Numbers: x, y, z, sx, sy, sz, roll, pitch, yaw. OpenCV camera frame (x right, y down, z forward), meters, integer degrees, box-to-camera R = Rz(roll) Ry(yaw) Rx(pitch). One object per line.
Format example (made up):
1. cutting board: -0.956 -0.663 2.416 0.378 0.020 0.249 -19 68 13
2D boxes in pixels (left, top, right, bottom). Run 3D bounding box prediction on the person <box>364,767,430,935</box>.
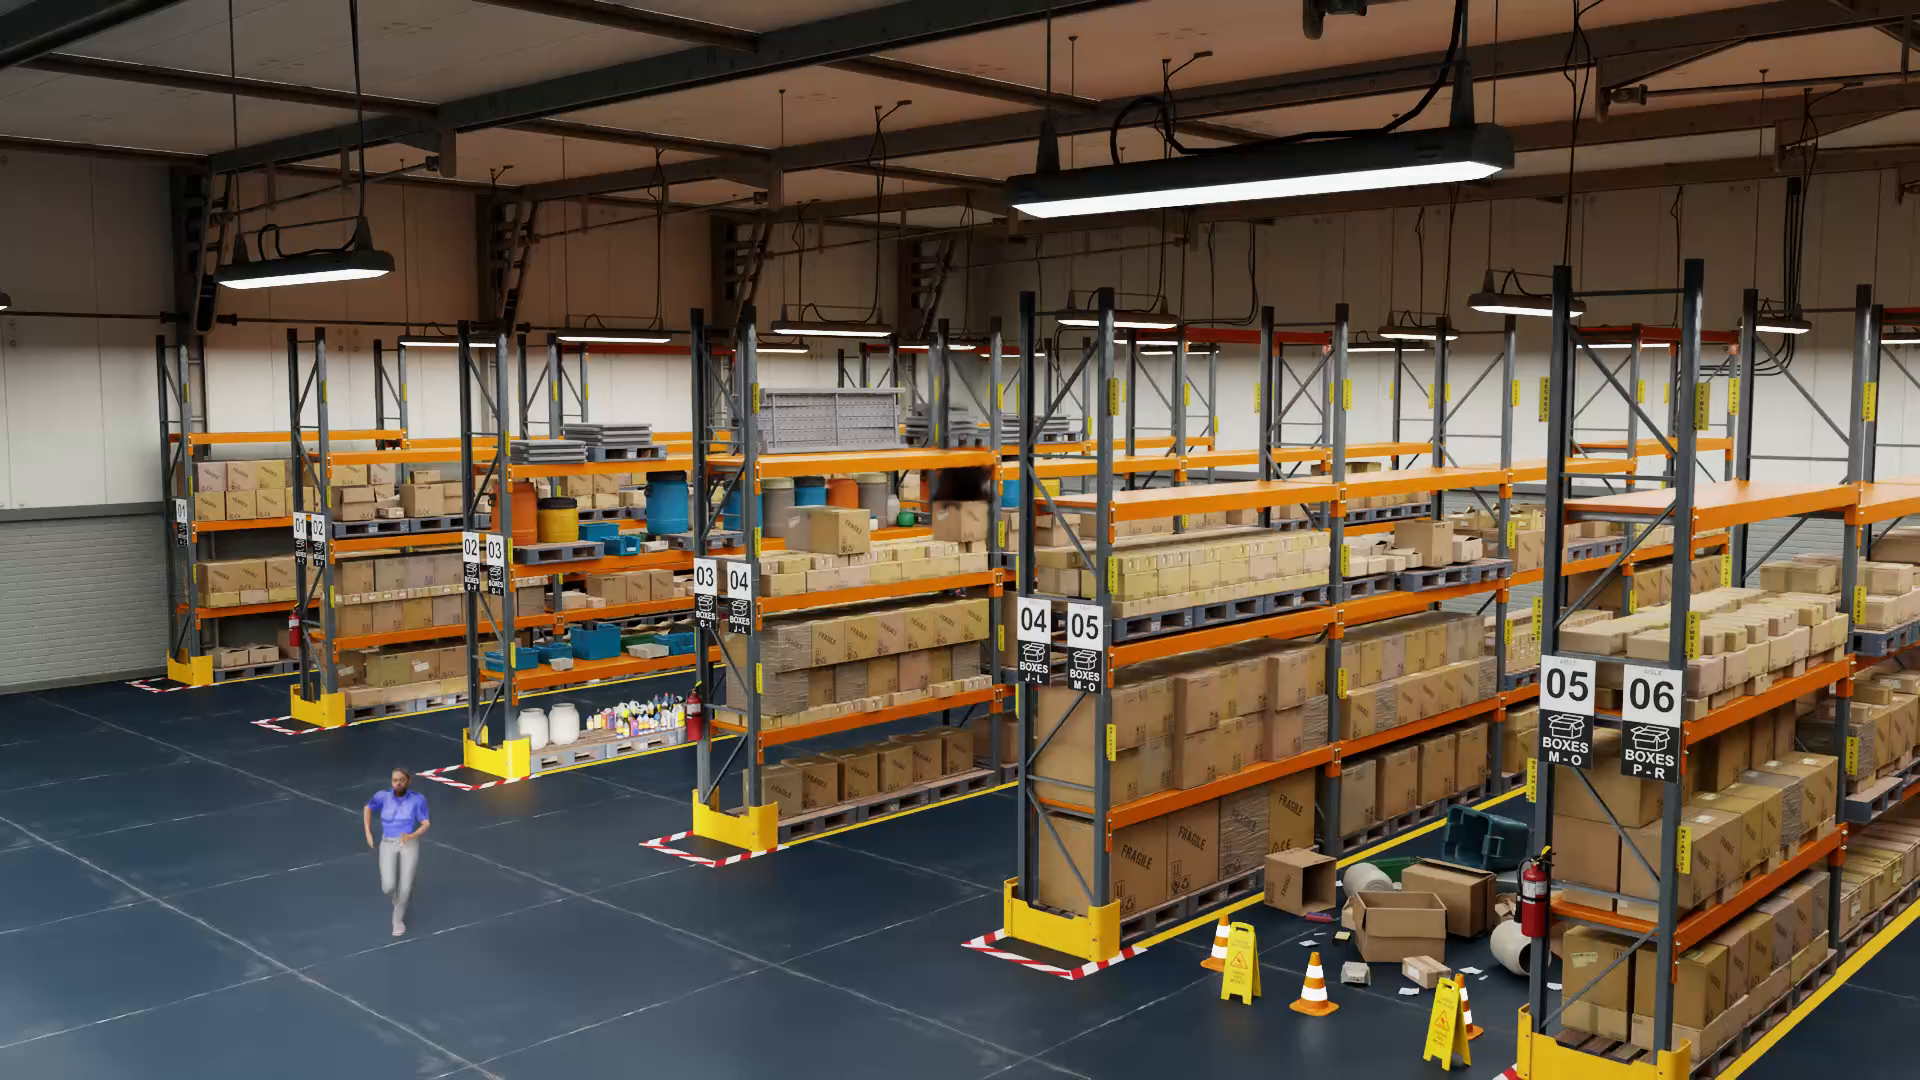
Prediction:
1. person: -5.278 2.918 15.577 0.616 1.605 0.625 -1 5 -11
